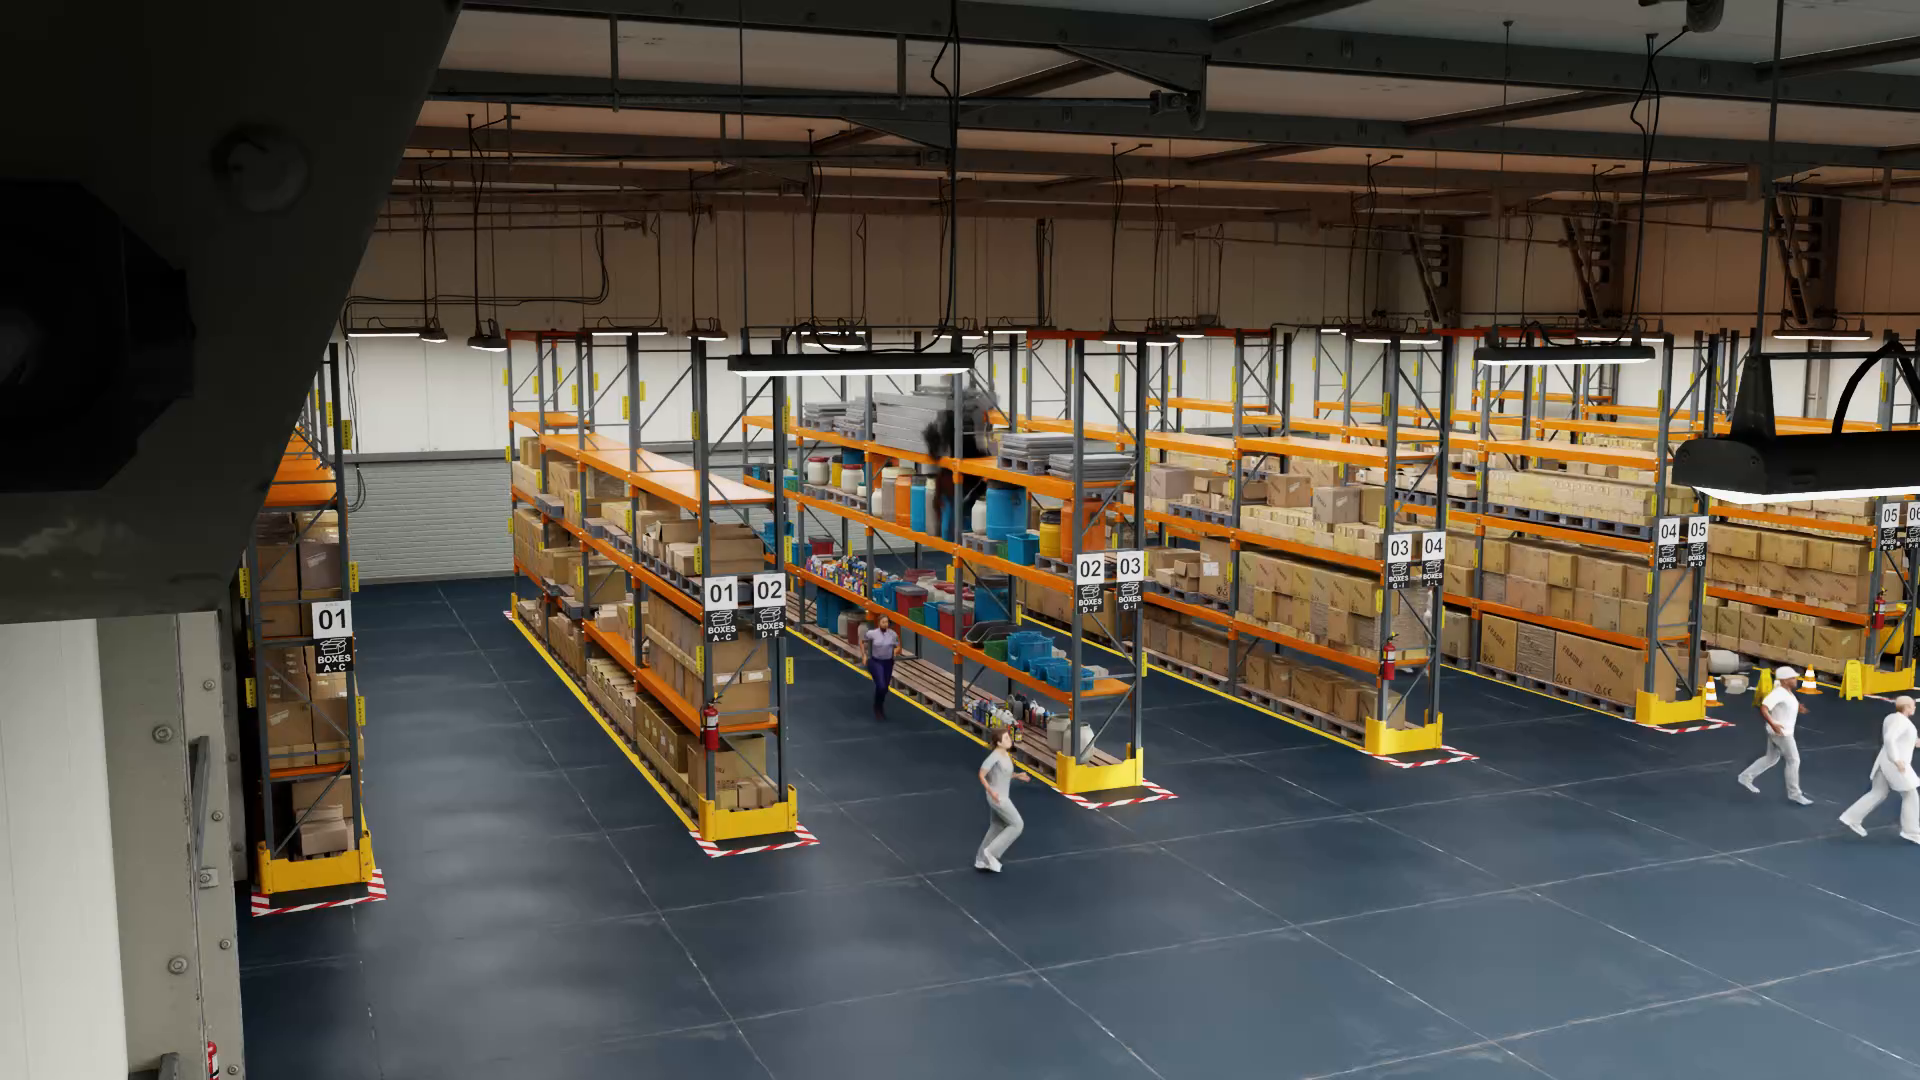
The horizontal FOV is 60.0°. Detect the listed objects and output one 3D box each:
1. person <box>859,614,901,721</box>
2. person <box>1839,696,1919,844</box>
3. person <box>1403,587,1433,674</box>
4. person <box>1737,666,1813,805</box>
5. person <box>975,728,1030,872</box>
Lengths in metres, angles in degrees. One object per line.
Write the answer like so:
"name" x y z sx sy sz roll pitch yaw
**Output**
"person" -1.218 1.995 26.042 0.569 1.687 0.784 -4 9 -29
"person" 11.144 2.751 19.939 1.025 1.805 0.649 0 8 3
"person" 8.067 1.510 29.048 0.619 1.832 0.862 -5 9 -31
"person" 10.660 2.515 21.661 0.912 1.790 0.677 3 8 20
"person" 0.484 2.945 18.931 0.624 1.637 0.544 1 8 7
